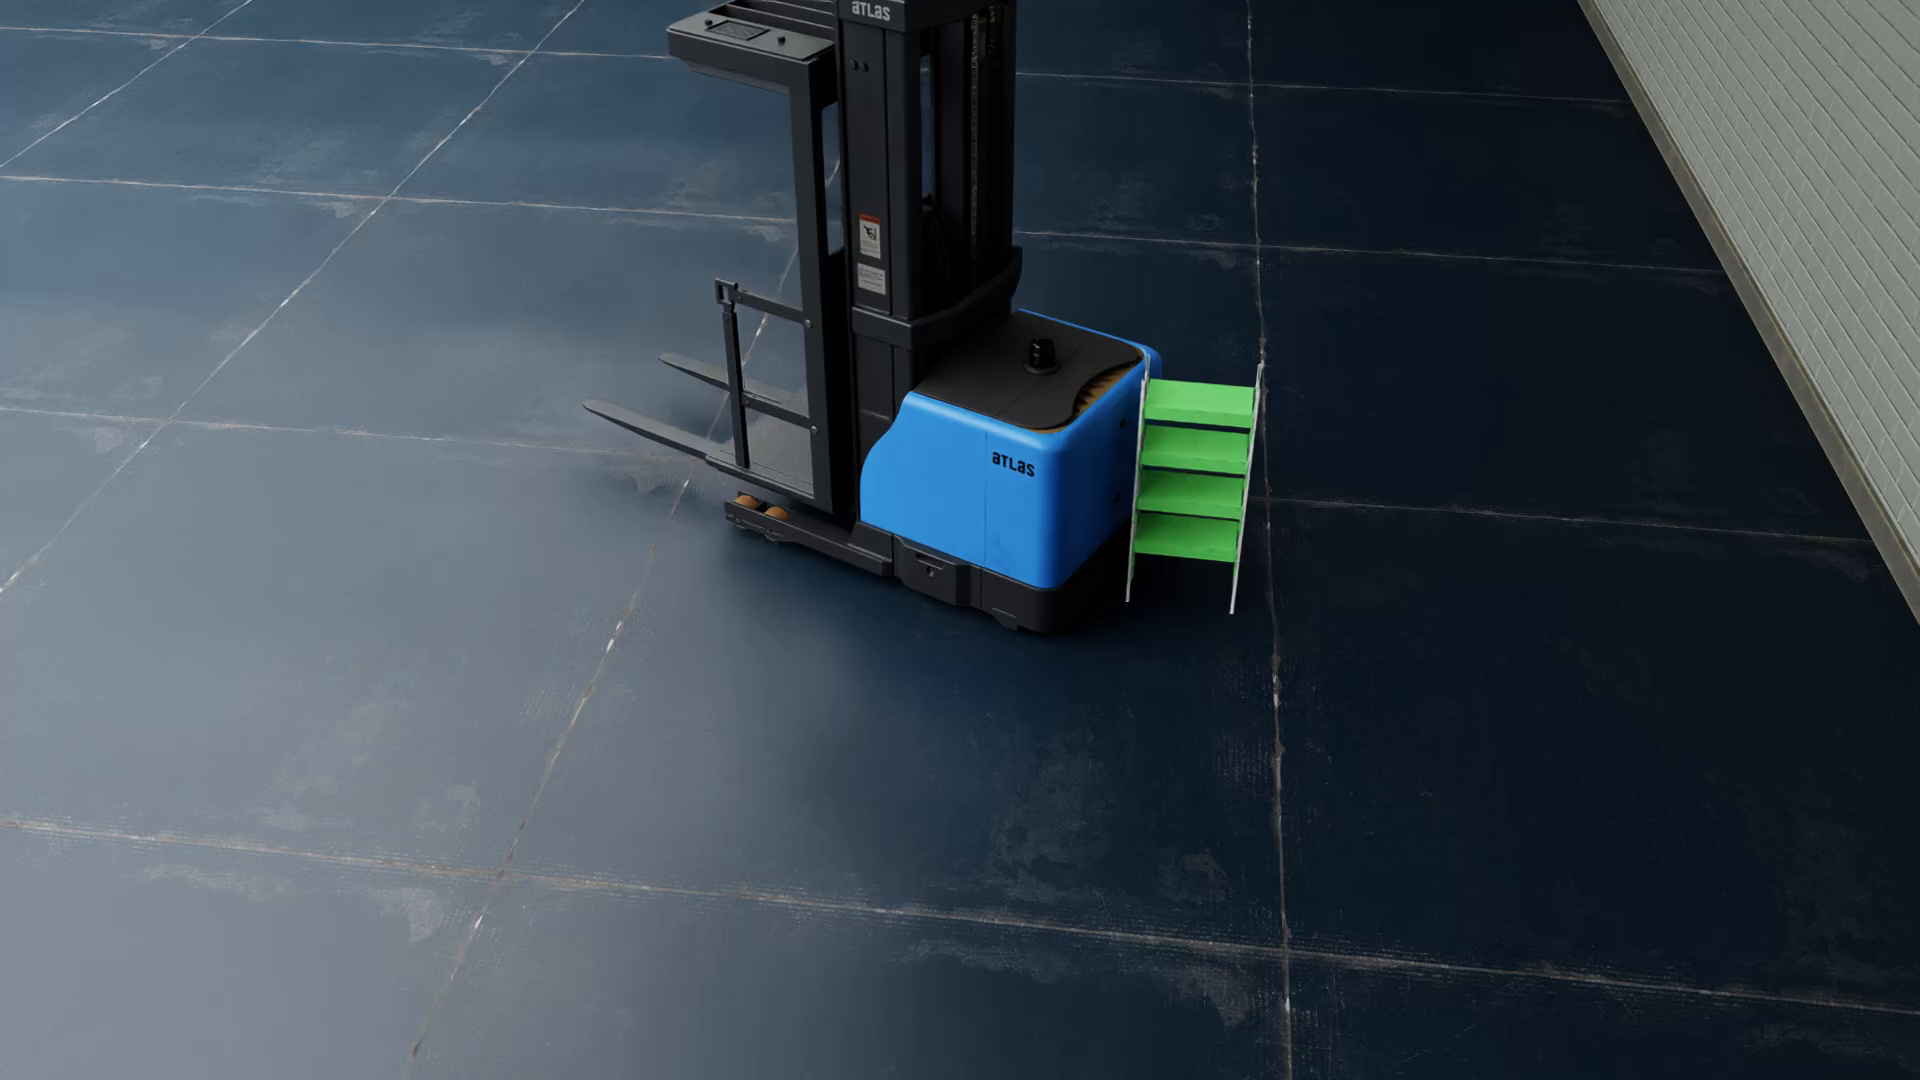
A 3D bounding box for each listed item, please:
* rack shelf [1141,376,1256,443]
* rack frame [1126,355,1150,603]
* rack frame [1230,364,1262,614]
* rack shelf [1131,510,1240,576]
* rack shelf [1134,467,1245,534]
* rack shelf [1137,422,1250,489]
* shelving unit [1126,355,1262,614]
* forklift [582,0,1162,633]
[{"bbox_3d":[1.049,-0.574,7.305,0.480,0.148,0.258,6,36,8],"label":"rack shelf"},{"bbox_3d":[0.809,-0.260,7.582,0.015,1.200,0.240,6,36,8],"label":"rack frame"},{"bbox_3d":[1.289,-0.211,7.512,0.015,1.200,0.240,6,36,8],"label":"rack frame"},{"bbox_3d":[1.049,0.012,7.724,0.480,0.148,0.258,6,36,8],"label":"rack shelf"},{"bbox_3d":[1.049,-0.183,7.584,0.480,0.148,0.258,6,36,8],"label":"rack shelf"},{"bbox_3d":[1.049,-0.379,7.445,0.480,0.148,0.258,6,36,8],"label":"rack shelf"},{"bbox_3d":[1.049,-0.236,7.547,0.503,1.200,0.258,6,36,8],"label":"shelving unit"},{"bbox_3d":[-0.571,-1.424,7.722,3.031,2.935,1.130,21,40,26],"label":"forklift"}]
